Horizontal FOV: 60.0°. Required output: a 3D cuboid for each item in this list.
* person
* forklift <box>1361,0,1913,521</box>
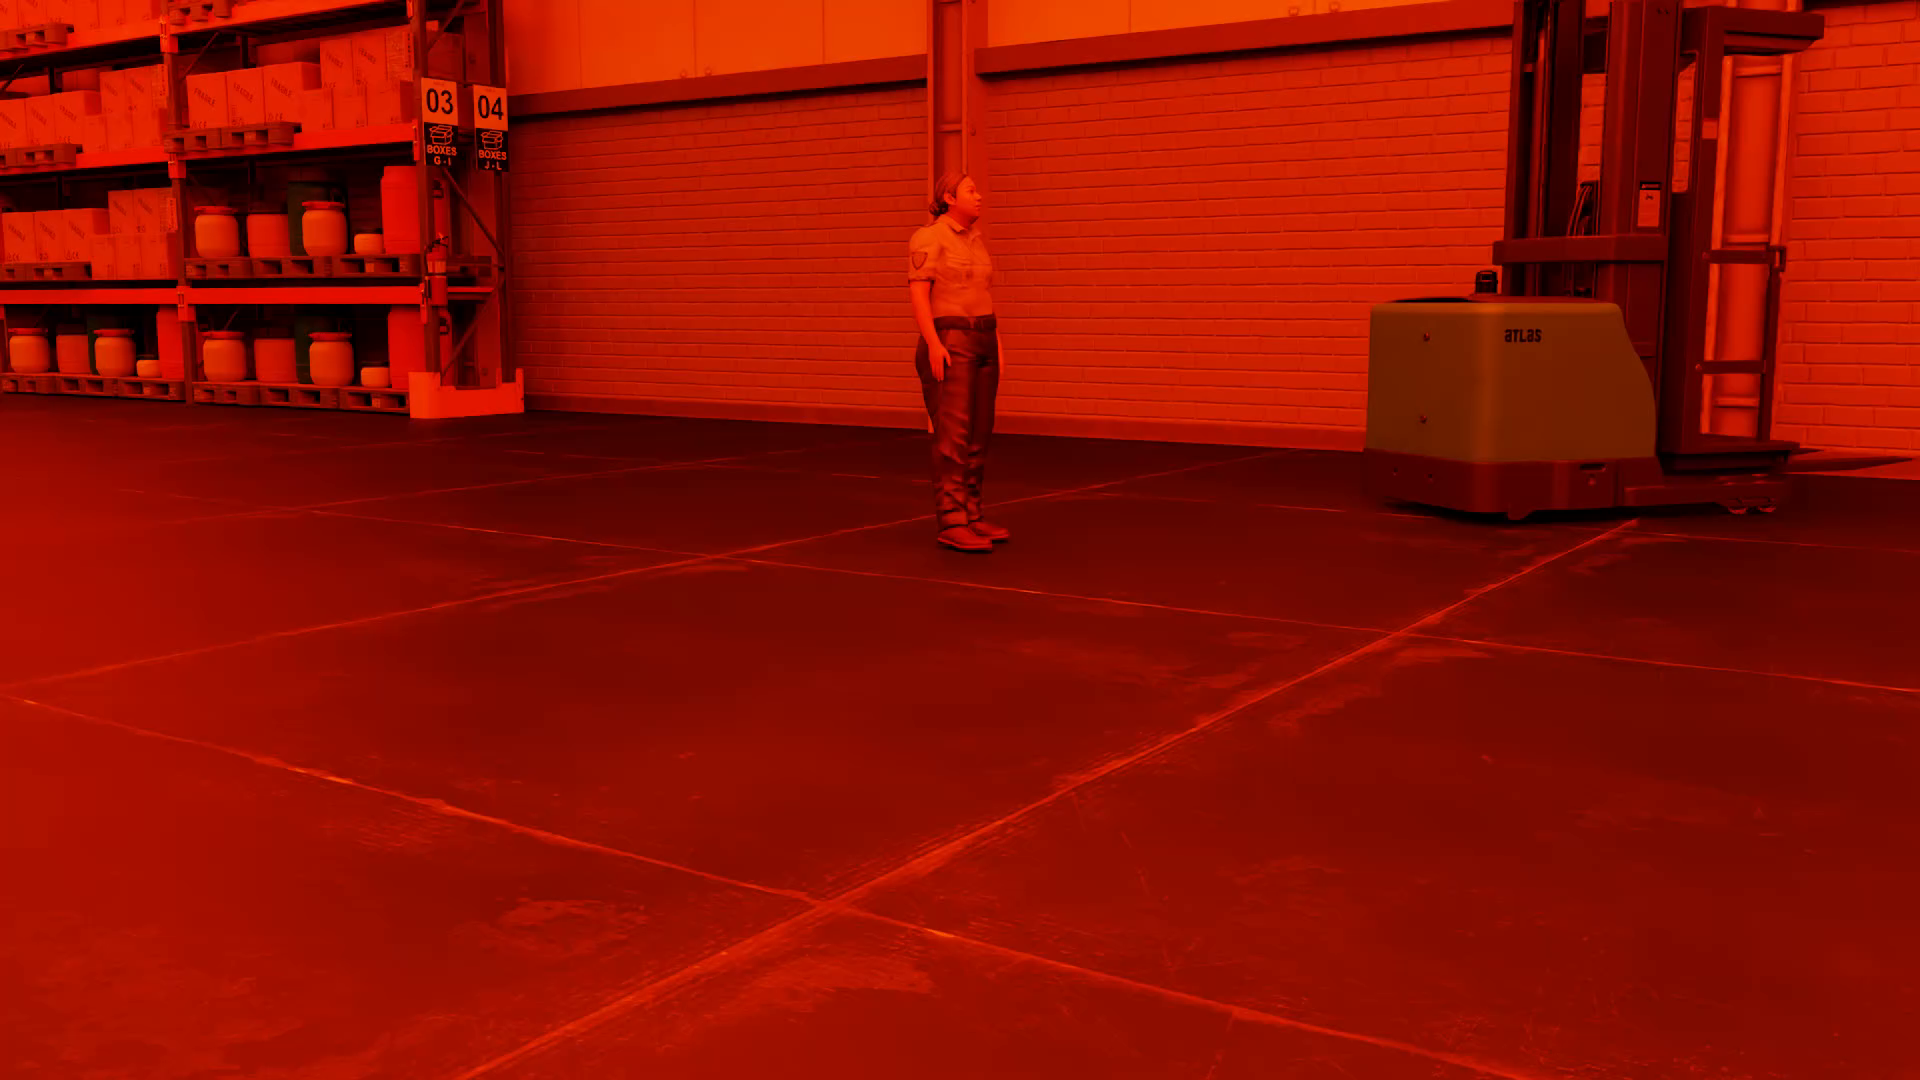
[{"bbox_3d":[0.061,-0.809,7.419,0.503,1.642,0.599,5,10,34],"label":"person"},{"bbox_3d":[3.720,-1.648,8.783,3.031,2.935,1.130,-3,9,-20],"label":"forklift"}]
